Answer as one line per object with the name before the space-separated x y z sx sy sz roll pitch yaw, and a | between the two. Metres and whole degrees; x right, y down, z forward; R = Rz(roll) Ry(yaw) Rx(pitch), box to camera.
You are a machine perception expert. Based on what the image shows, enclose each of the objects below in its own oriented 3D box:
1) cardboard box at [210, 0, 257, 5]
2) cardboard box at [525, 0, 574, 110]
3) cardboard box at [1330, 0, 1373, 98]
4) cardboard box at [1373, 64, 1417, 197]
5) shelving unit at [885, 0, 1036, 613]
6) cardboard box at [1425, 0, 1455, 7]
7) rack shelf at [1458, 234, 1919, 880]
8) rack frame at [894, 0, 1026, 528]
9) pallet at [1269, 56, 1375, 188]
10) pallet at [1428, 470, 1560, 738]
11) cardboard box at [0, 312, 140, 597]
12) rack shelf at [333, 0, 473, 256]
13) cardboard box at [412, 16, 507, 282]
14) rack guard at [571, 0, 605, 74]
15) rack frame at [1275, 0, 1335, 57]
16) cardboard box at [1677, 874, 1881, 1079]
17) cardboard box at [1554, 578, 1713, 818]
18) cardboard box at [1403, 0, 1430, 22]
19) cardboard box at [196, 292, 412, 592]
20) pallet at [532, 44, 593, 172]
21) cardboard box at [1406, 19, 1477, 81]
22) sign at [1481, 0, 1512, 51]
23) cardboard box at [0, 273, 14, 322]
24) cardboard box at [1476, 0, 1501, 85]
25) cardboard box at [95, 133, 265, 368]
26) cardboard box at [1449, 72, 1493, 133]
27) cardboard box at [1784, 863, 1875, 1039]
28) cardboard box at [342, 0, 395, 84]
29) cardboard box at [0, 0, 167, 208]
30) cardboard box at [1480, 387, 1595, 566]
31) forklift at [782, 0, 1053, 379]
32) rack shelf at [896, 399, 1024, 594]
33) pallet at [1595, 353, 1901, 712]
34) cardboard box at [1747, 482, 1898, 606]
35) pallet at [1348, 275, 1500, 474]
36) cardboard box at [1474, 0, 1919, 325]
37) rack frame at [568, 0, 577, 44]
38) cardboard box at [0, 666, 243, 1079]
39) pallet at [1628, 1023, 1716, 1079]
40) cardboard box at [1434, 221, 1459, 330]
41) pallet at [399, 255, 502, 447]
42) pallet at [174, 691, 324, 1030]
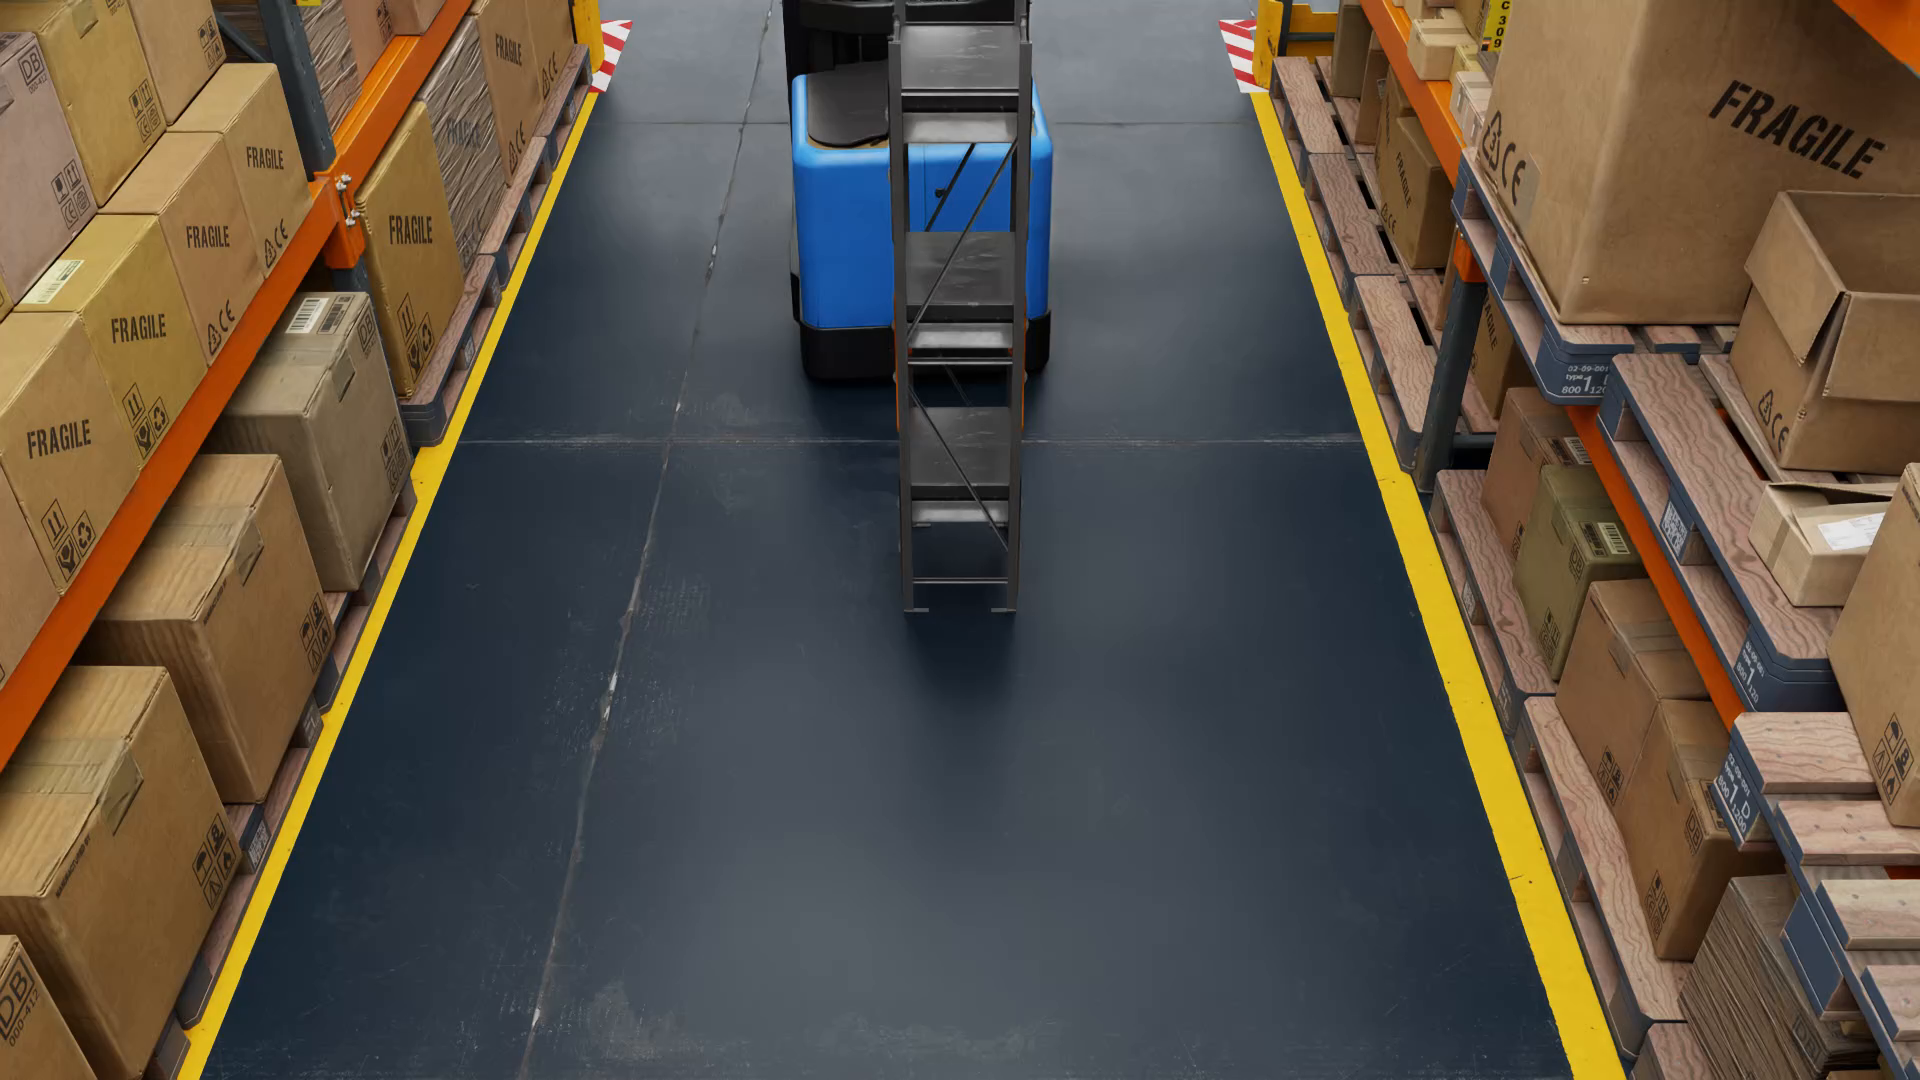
cardboard box | -2.642 -2.155 5.557 0.875 0.550 0.550 0 39 0
cardboard box | -2.614 -2.857 8.779 0.875 0.875 0.875 0 39 0
cardboard box | 2.264 -2.684 8.864 0.500 0.500 0.500 7 39 8
cardboard box | 2.280 -1.919 7.909 0.500 0.500 0.500 3 39 4
shelving unit | 0.000 -0.716 5.464 0.431 2.100 0.503 0 39 0
cardboard box | 2.279 -2.447 6.587 0.875 0.500 0.500 0 39 0
rack shelf | 2.287 0.147 4.244 1.077 0.370 4.000 0 39 0
rack frame | 0.000 -0.868 5.655 0.400 2.100 0.015 0 39 0
pallet | 2.245 -2.242 8.879 1.003 0.211 1.213 0 39 0
pallet | 2.287 0.190 5.844 1.003 0.211 1.213 0 39 0
cardboard box | -2.404 -0.208 4.031 0.500 0.500 0.500 0 39 -1
rack shelf | -2.678 -2.414 7.439 1.077 0.370 4.000 0 39 0
cardboard box | -2.611 -1.736 7.381 0.875 0.875 0.875 0 39 0
rack guard | -2.680 -2.985 9.576 1.175 0.500 0.348 0 39 0
rack frame | 2.280 -3.886 8.701 1.000 3.000 0.127 0 39 0
cardboard box | 2.255 1.155 4.058 0.700 0.500 0.500 -3 39 -4
cardboard box | 2.246 0.451 4.935 0.700 0.500 0.500 -3 39 -4
cardboard box | 2.038 -2.203 6.801 0.380 0.149 0.250 0 39 0
cardboard box | -2.585 -0.342 5.742 1.050 0.750 0.750 0 39 0
pallet | -2.601 -2.358 9.023 1.003 0.211 1.213 0 39 0
cardboard box | 1.947 -1.890 6.411 0.380 0.149 0.250 0 39 0
sign | 1.742 -1.717 5.302 0.100 0.325 0.005 0 39 0
cardboard box | -2.667 -0.610 3.733 0.700 0.500 0.500 0 39 0
cardboard box | 2.346 -1.821 5.806 0.875 0.500 0.500 0 39 0
cardboard box | -2.407 -0.841 4.821 0.500 0.500 0.500 0 39 -1
cardboard box | 1.999 -1.577 6.020 0.380 0.149 0.250 0 39 0
cardboard box | 2.247 0.877 3.804 0.500 0.250 0.500 4 39 5
cardboard box | -2.711 -2.078 6.324 0.875 0.550 0.550 0 39 0
cardboard box | -2.667 -1.241 4.521 0.700 0.500 0.500 -1 39 -1
cardboard box | 2.264 -0.197 5.744 0.700 0.500 0.500 -3 39 -4
forklift | -0.257 -2.729 7.311 1.130 2.935 3.031 -3 39 -4
rack shelf | 0.000 -0.159 5.910 0.431 0.518 0.480 0 39 0
pallet | 2.246 -0.046 4.063 1.003 0.211 1.213 0 39 0
cardboard box | 2.017 -0.037 3.670 0.396 0.266 0.258 -1 39 -1
pallet | 2.248 -0.717 6.975 1.003 0.211 1.213 0 39 0
cardboard box | 2.145 -1.286 4.640 1.000 1.000 1.000 0 39 0
rack frame | -2.680 -3.946 8.775 1.000 3.000 0.127 0 39 0
cardboard box | -2.586 0.843 4.262 1.050 0.750 0.750 1 39 1
pallet | 2.290 1.716 3.940 1.003 0.211 1.213 0 39 0
cardboard box | 2.316 -1.182 6.989 0.500 0.500 0.500 12 40 14
pallet | -2.598 -0.832 7.119 1.003 0.211 1.213 0 39 0
pallet | -2.595 0.891 4.969 1.003 0.211 1.213 0 39 0
